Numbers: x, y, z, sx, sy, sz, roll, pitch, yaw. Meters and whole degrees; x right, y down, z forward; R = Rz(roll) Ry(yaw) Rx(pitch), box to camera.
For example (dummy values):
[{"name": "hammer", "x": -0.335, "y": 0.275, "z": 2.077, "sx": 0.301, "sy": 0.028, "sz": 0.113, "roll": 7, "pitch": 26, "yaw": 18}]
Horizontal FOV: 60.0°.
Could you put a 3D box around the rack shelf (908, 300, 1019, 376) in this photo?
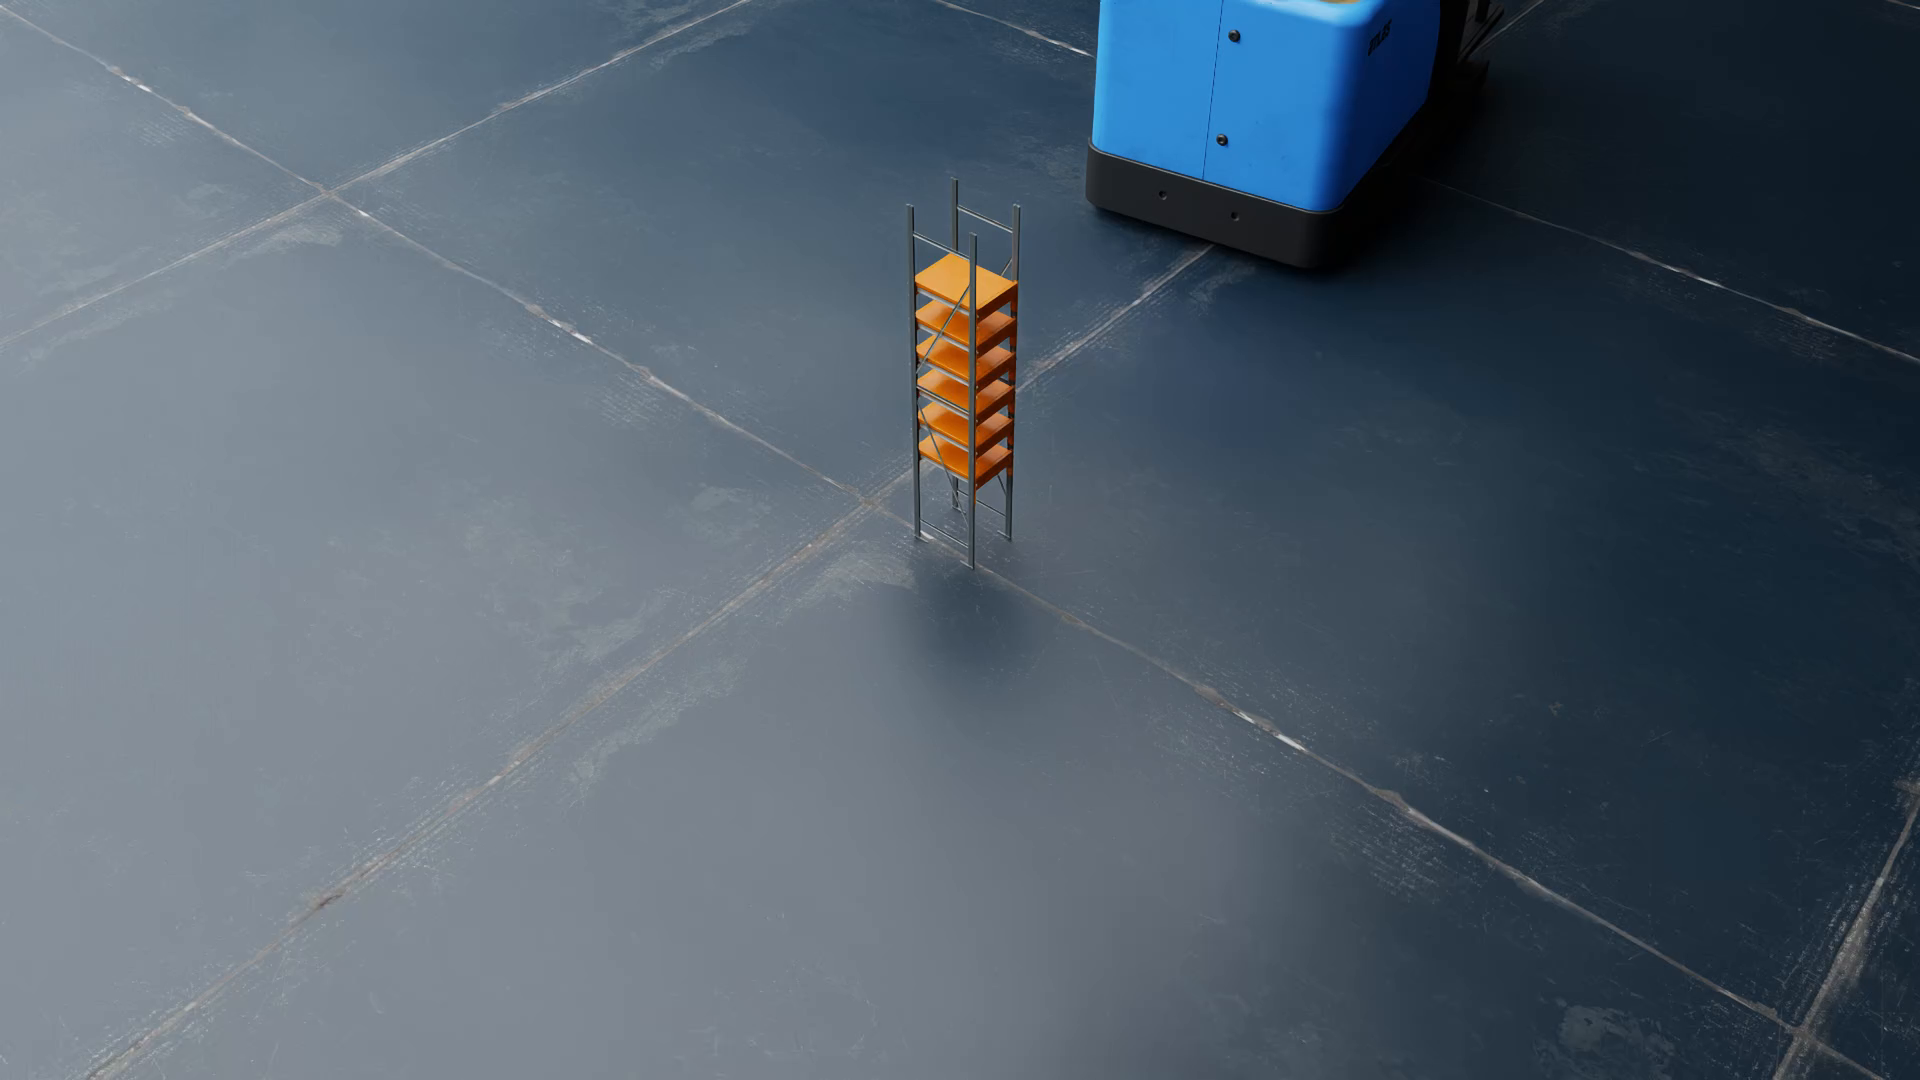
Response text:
[{"name": "rack shelf", "x": 0.009, "y": -0.596, "z": 4.723, "sx": 0.258, "sy": 0.103, "sz": 0.180, "roll": 29, "pitch": 50, "yaw": 28}]

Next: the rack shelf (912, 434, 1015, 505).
[{"name": "rack shelf", "x": 0.009, "y": -0.241, "z": 5.046, "sx": 0.258, "sy": 0.103, "sz": 0.180, "roll": 29, "pitch": 50, "yaw": 28}]

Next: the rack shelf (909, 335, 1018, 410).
[{"name": "rack shelf", "x": 0.009, "y": -0.507, "z": 4.804, "sx": 0.258, "sy": 0.103, "sz": 0.180, "roll": 29, "pitch": 50, "yaw": 28}]

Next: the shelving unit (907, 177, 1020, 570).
[{"name": "shelving unit", "x": 0.009, "y": -0.451, "z": 4.855, "sx": 0.258, "sy": 1.200, "sz": 0.189, "roll": 29, "pitch": 50, "yaw": 28}]

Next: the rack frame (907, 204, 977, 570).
[{"name": "rack frame", "x": -0.050, "y": -0.404, "z": 4.803, "sx": 0.240, "sy": 1.200, "sz": 0.006, "roll": 29, "pitch": 50, "yaw": 28}]

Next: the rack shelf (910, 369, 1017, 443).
[{"name": "rack shelf", "x": 0.009, "y": -0.419, "z": 4.884, "sx": 0.258, "sy": 0.103, "sz": 0.180, "roll": 29, "pitch": 50, "yaw": 28}]

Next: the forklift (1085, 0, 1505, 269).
[{"name": "forklift", "x": 1.689, "y": -3.080, "z": 6.459, "sx": 1.130, "sy": 2.935, "sz": 3.031, "roll": 22, "pitch": 47, "yaw": 22}]

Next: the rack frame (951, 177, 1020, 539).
[{"name": "rack frame", "x": 0.068, "y": -0.498, "z": 4.906, "sx": 0.240, "sy": 1.200, "sz": 0.006, "roll": 29, "pitch": 50, "yaw": 28}]

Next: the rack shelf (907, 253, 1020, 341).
[{"name": "rack shelf", "x": 0.009, "y": -0.685, "z": 4.642, "sx": 0.258, "sy": 0.103, "sz": 0.180, "roll": 29, "pitch": 50, "yaw": 28}]

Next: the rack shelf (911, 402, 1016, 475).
[{"name": "rack shelf", "x": 0.009, "y": -0.330, "z": 4.965, "sx": 0.258, "sy": 0.103, "sz": 0.180, "roll": 29, "pitch": 50, "yaw": 28}]
